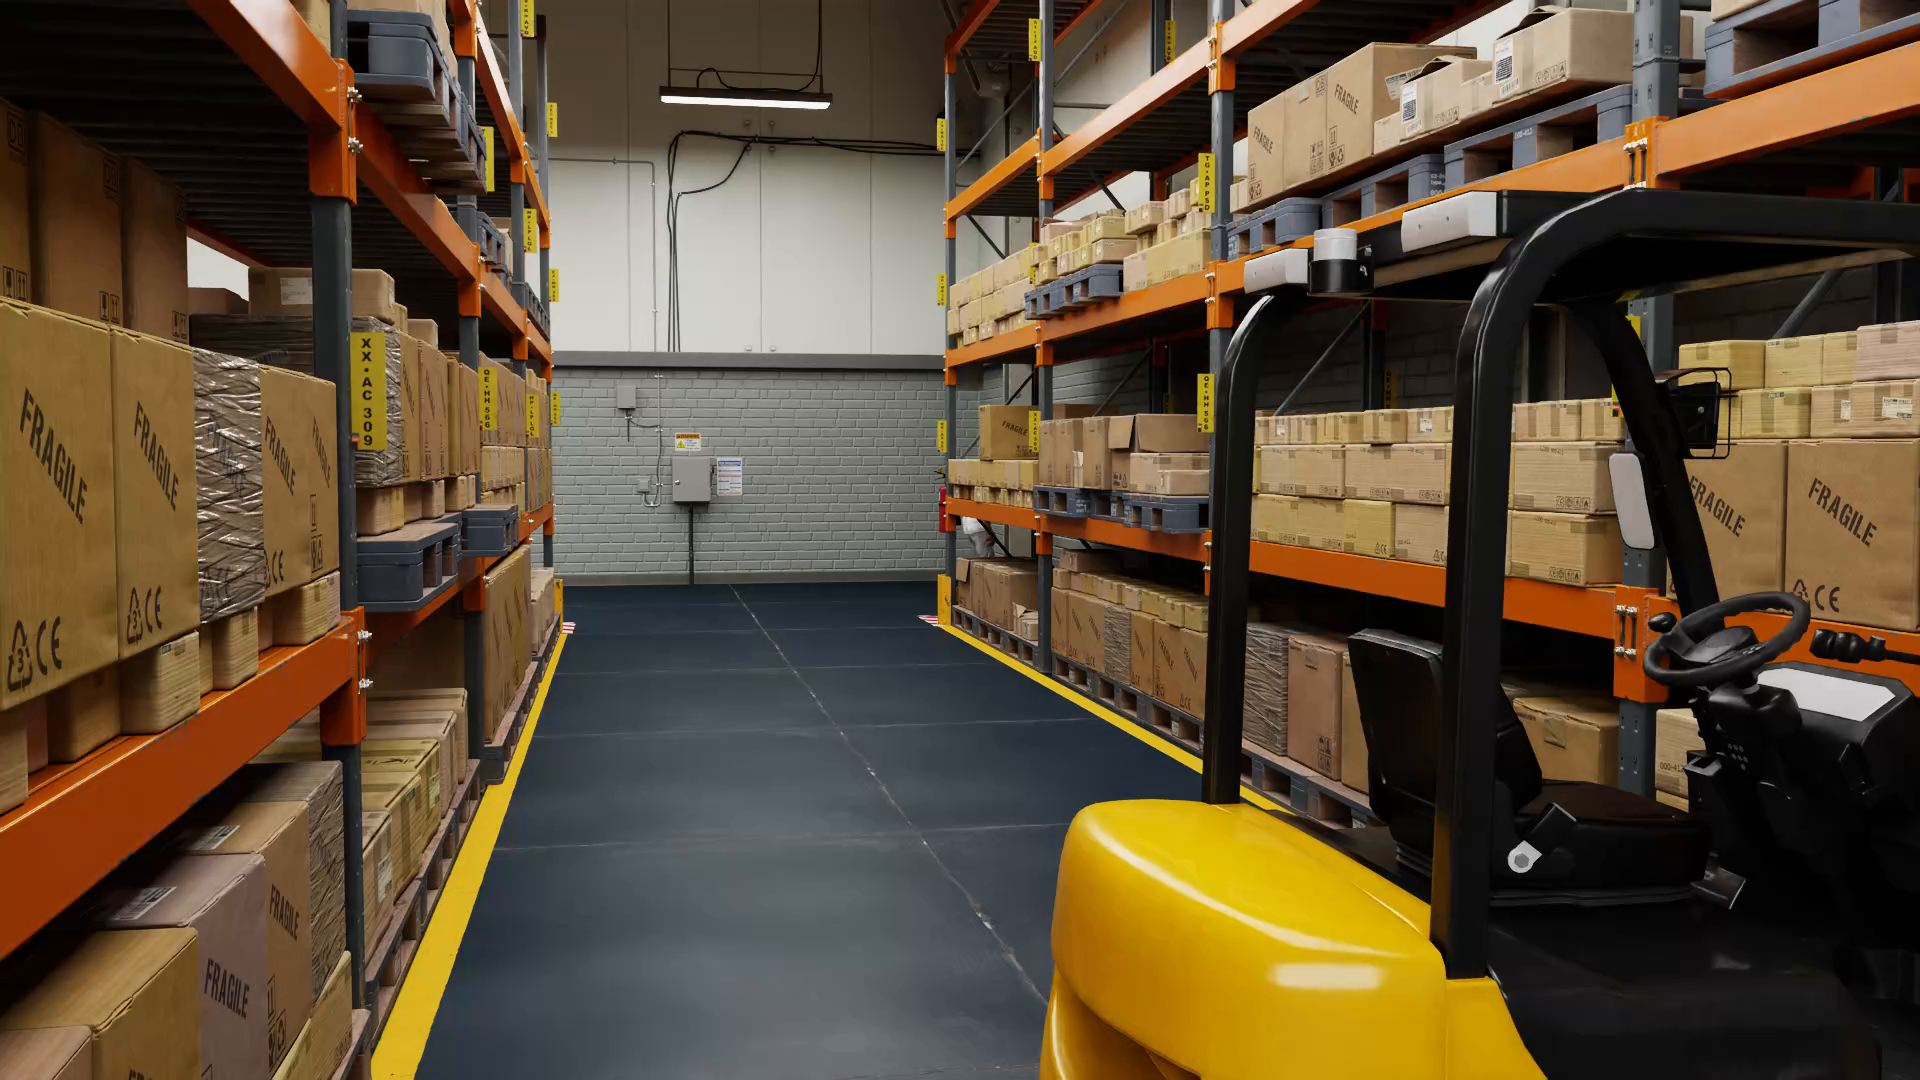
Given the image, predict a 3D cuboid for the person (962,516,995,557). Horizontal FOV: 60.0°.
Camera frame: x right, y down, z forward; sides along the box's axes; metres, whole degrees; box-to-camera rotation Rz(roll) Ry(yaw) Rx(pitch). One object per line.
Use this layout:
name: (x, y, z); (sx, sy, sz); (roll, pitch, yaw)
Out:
person: (0.271, -0.099, 18.821); (0.460, 1.760, 0.627); (-1, 3, -11)
